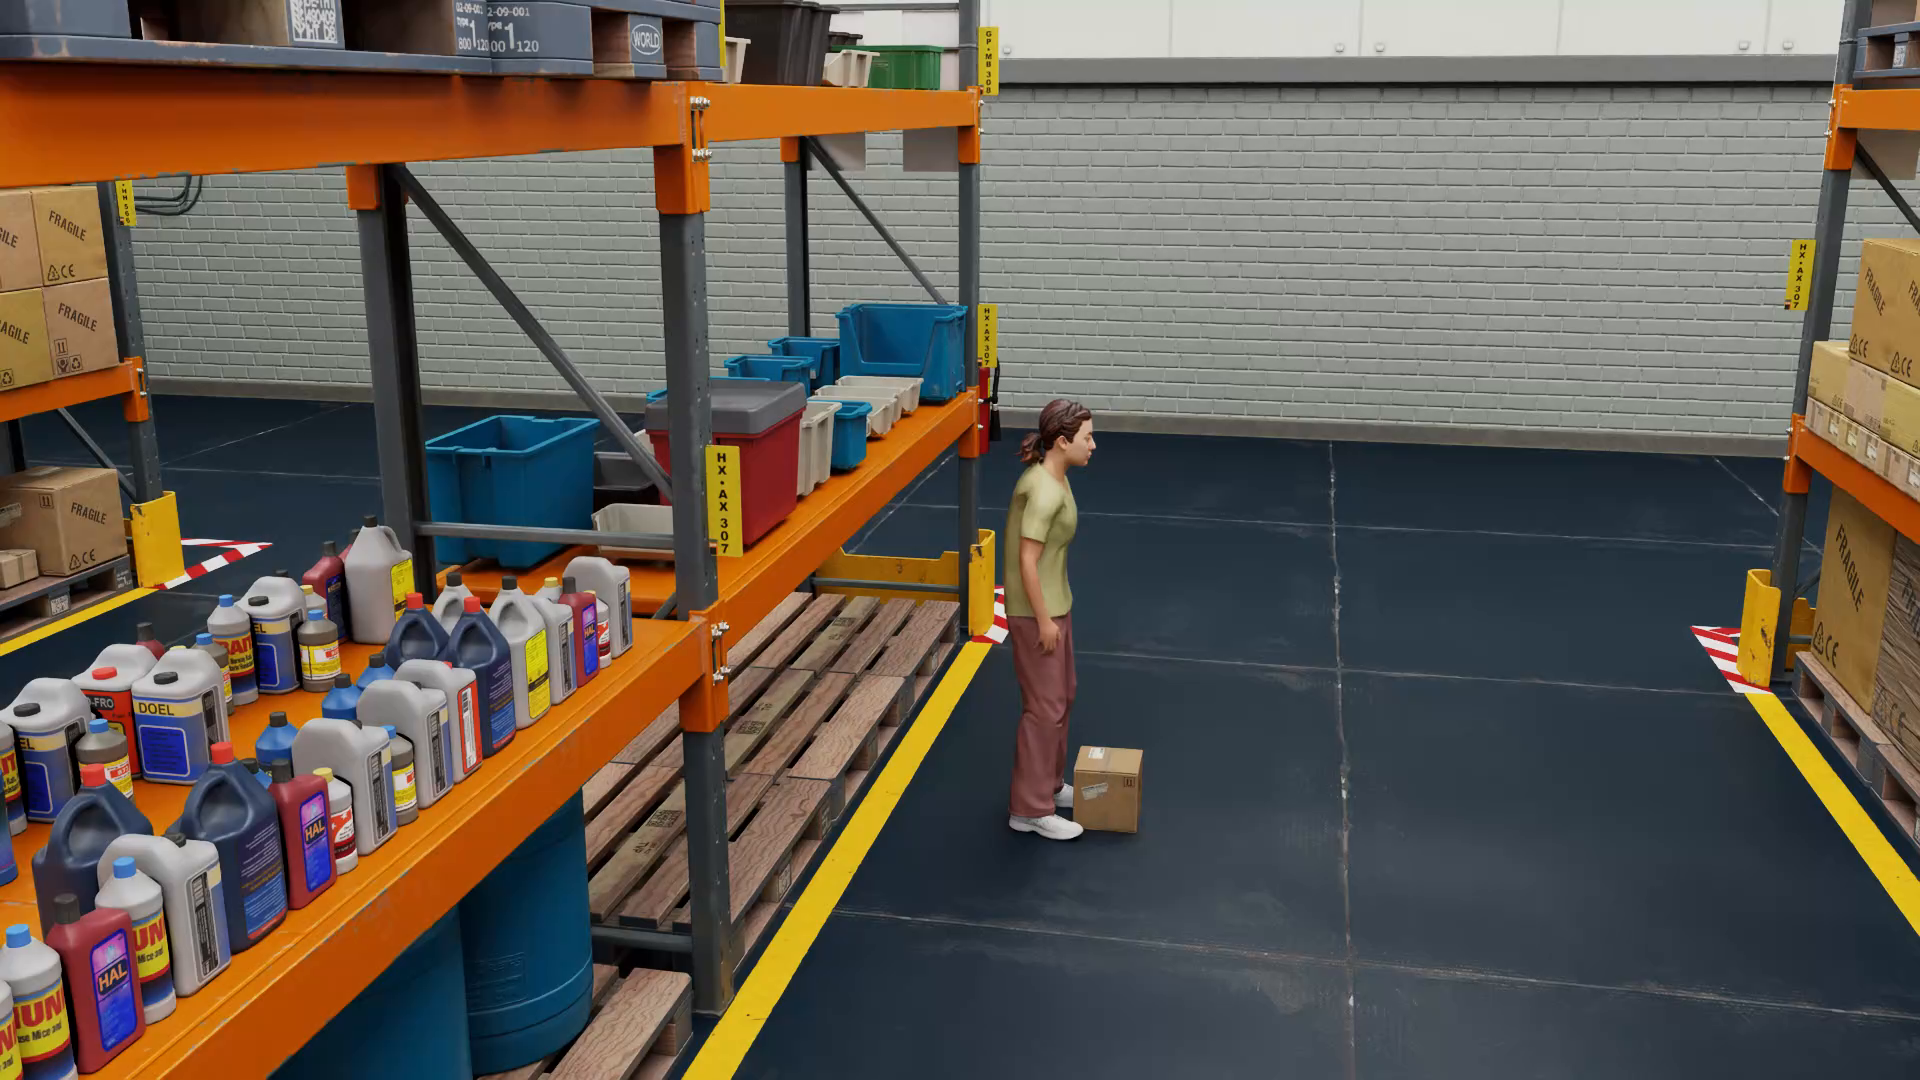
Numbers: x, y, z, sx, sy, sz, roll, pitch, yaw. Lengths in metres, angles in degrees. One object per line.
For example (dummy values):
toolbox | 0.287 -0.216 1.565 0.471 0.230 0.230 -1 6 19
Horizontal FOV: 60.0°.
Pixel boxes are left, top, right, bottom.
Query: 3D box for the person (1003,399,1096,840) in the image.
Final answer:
person | 0.343 0.284 6.437 0.352 1.673 0.515 2 15 9
